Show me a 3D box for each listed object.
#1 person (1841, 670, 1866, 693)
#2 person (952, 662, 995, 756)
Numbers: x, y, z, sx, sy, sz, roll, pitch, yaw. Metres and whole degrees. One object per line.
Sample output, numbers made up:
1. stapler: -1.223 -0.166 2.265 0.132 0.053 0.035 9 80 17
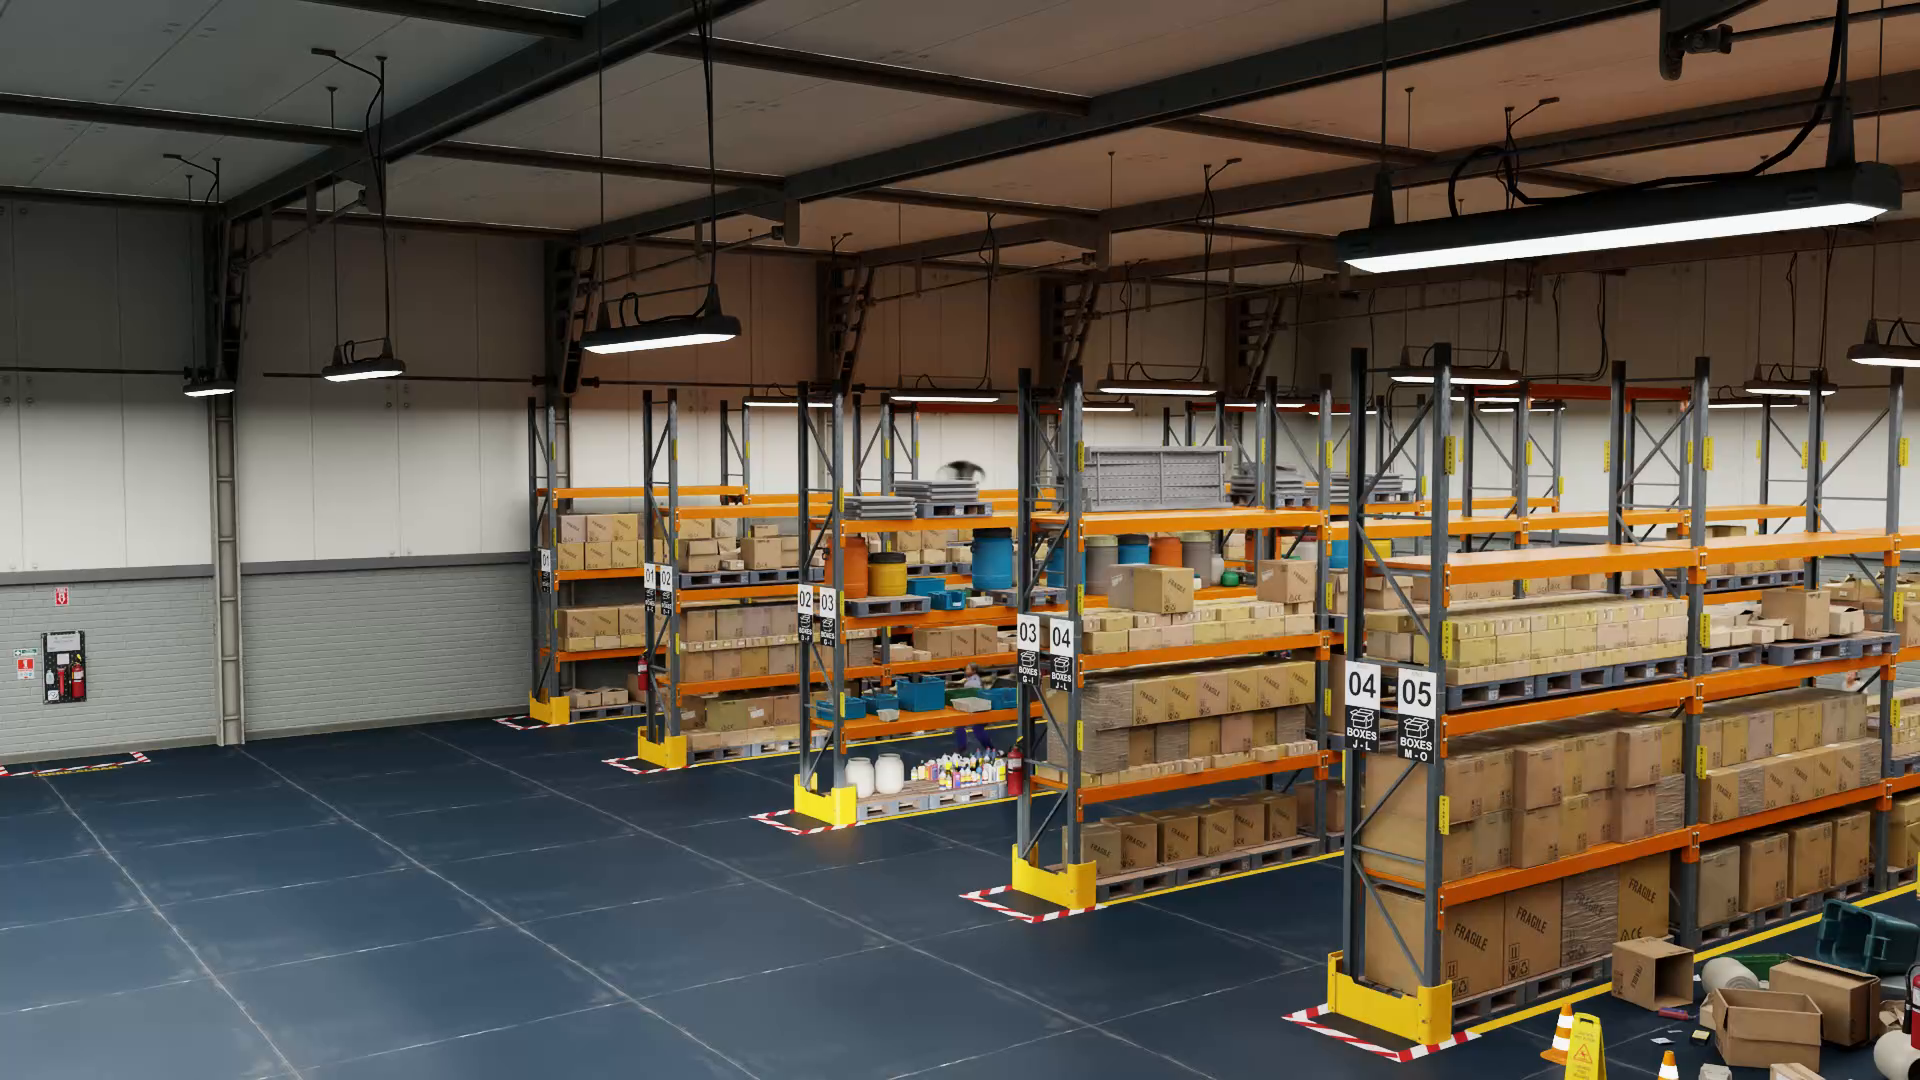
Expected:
1. person: 14.096 2.789 26.325 0.723 1.621 0.562 -2 4 -29
2. person: 0.220 2.757 27.021 0.735 1.609 0.753 -1 4 -17
